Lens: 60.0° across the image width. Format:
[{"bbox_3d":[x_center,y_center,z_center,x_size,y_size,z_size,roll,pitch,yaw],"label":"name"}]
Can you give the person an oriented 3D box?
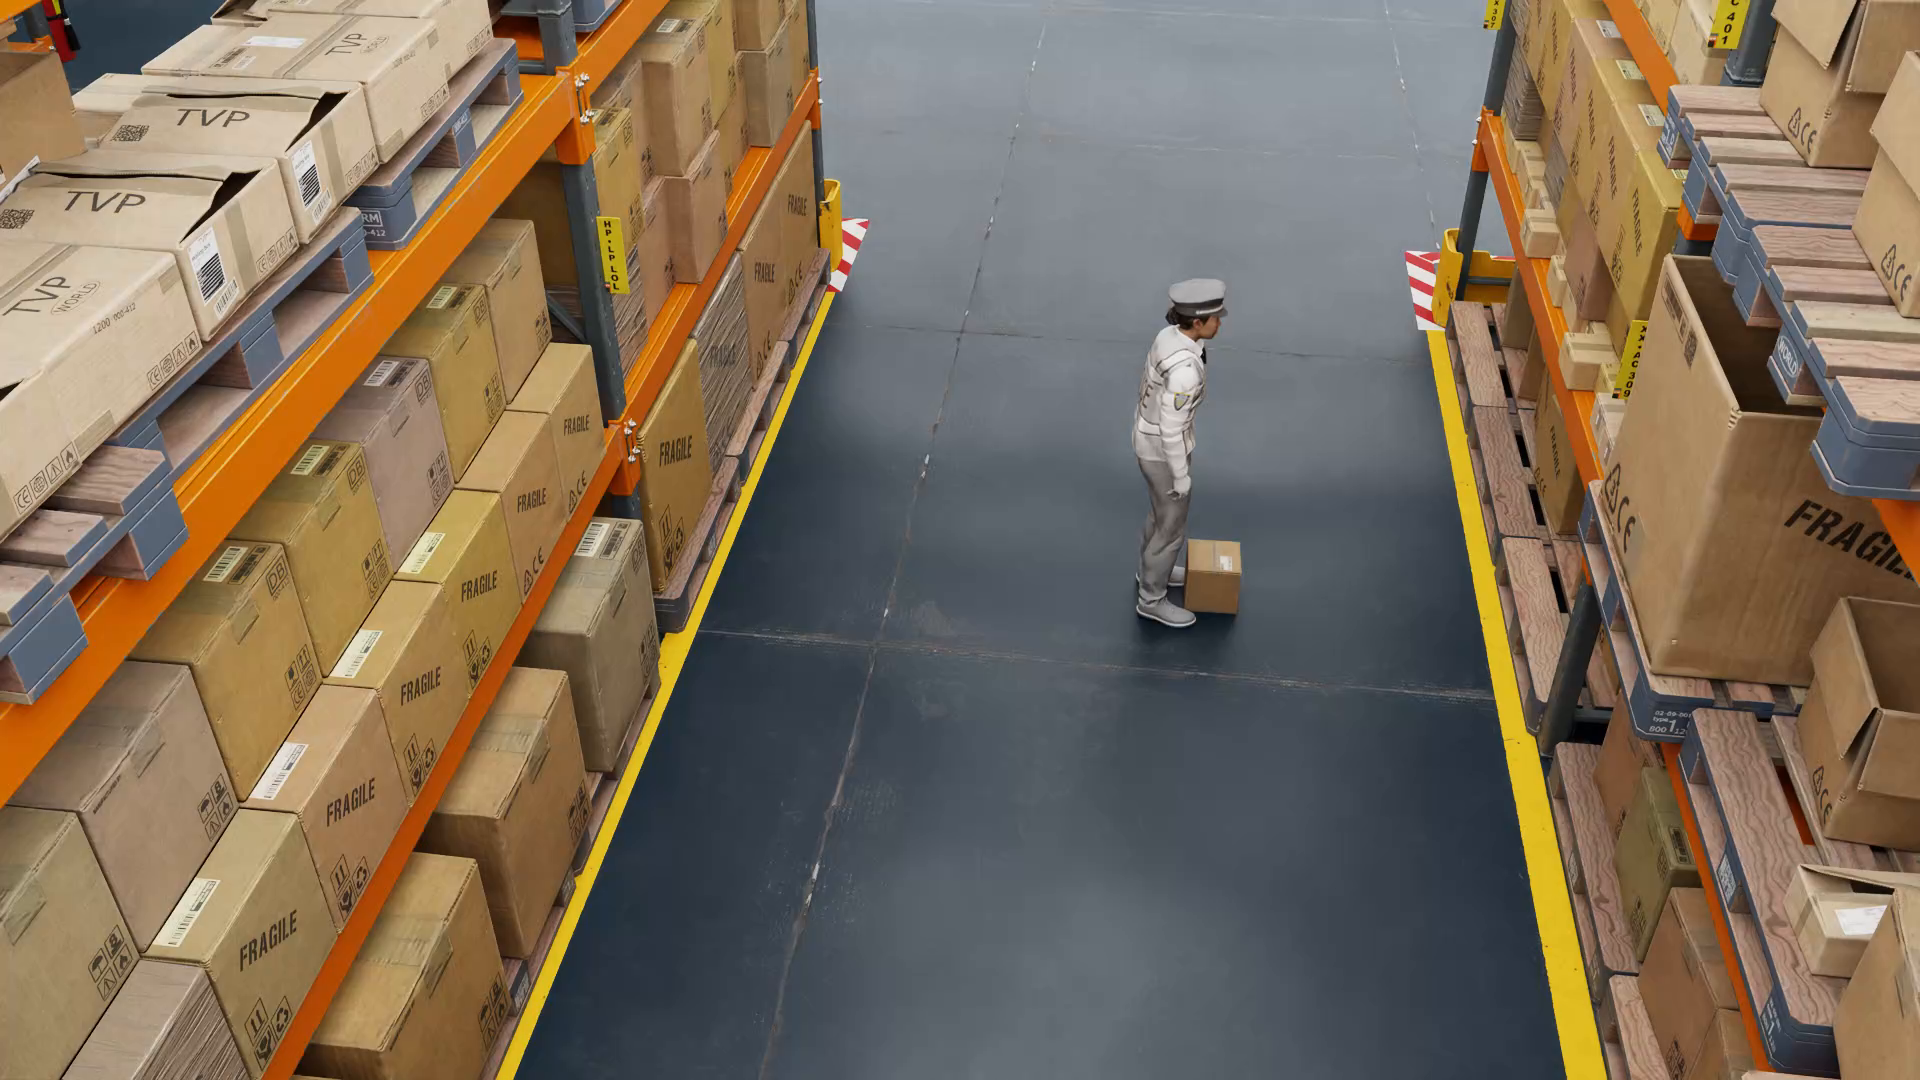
[{"bbox_3d":[0.971,-0.411,7.594,0.376,1.663,0.544,2,36,3],"label":"person"}]
